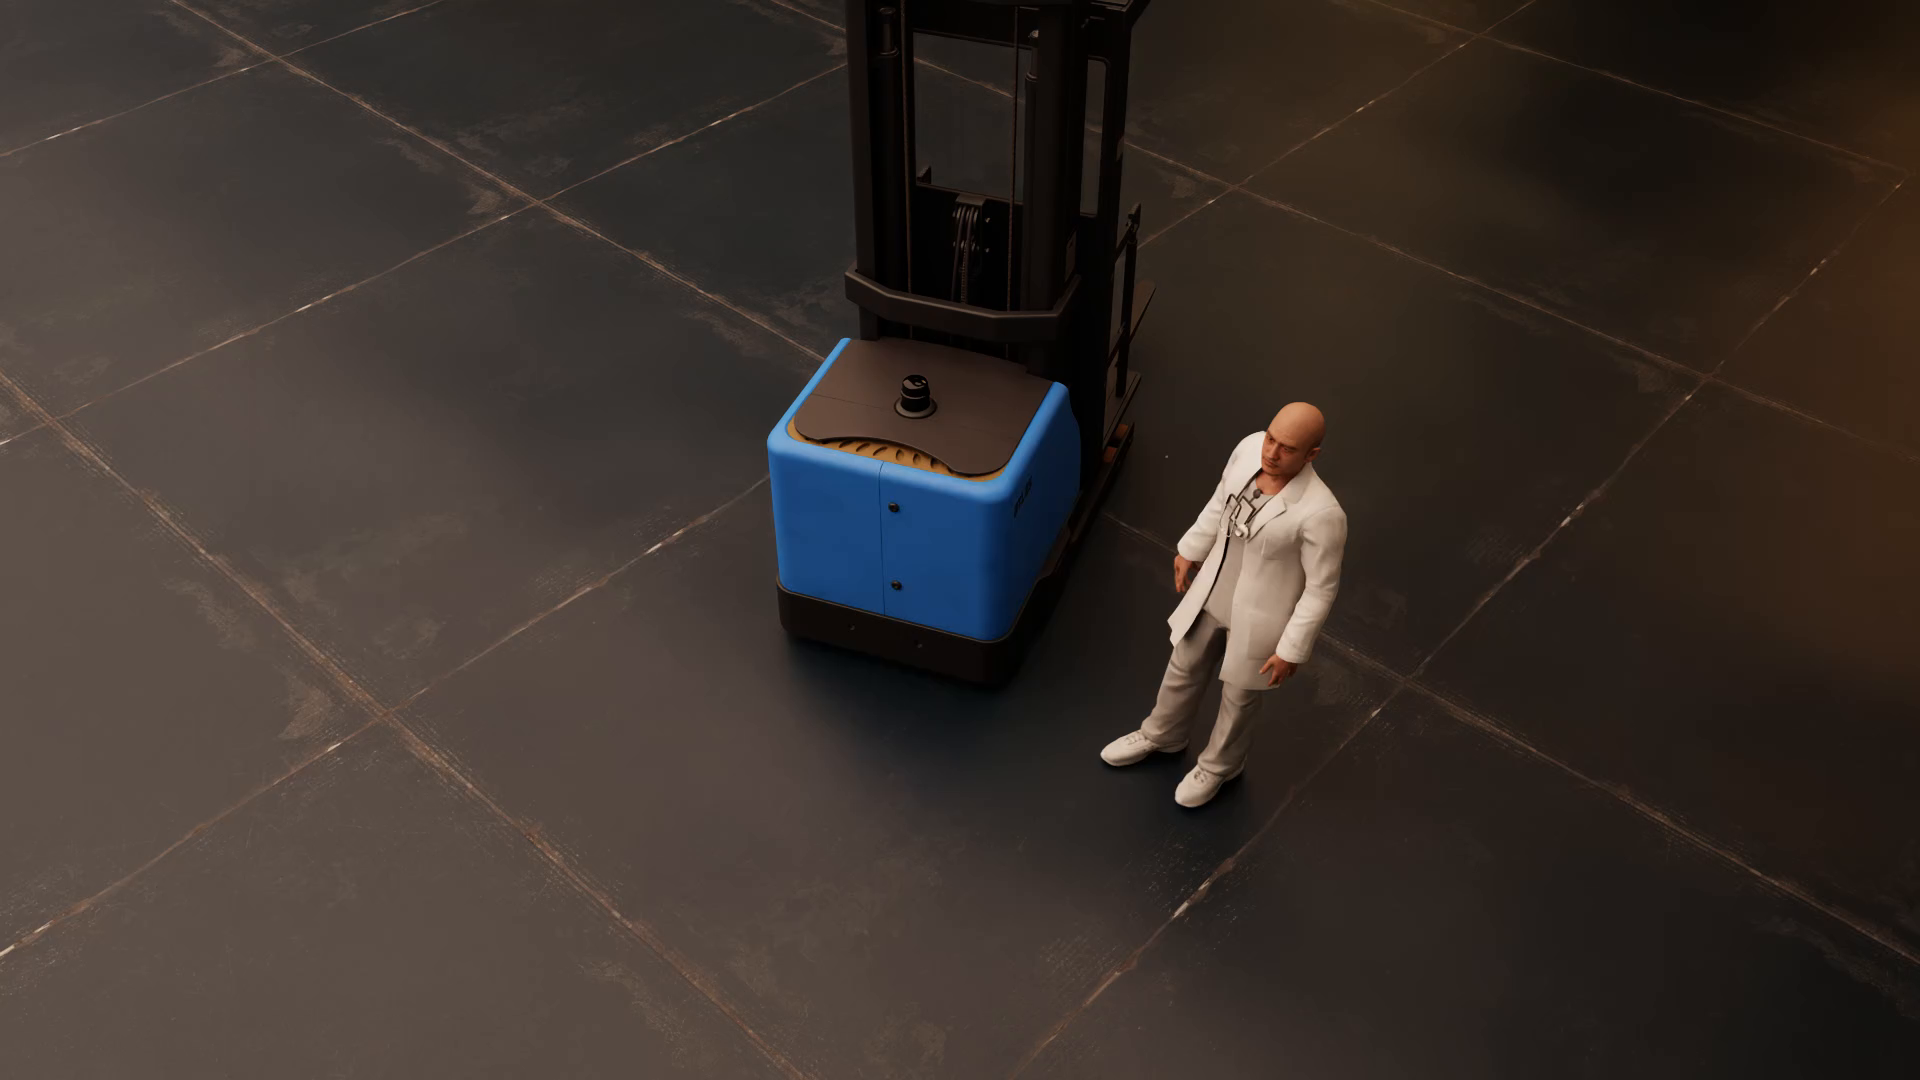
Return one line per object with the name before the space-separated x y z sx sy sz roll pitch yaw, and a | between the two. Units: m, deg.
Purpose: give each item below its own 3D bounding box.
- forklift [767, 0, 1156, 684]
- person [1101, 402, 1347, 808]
forklift | 0.211 -1.484 7.158 1.130 2.935 3.031 14 42 15
person | 0.957 0.272 5.986 0.581 1.776 0.694 -22 45 -24
